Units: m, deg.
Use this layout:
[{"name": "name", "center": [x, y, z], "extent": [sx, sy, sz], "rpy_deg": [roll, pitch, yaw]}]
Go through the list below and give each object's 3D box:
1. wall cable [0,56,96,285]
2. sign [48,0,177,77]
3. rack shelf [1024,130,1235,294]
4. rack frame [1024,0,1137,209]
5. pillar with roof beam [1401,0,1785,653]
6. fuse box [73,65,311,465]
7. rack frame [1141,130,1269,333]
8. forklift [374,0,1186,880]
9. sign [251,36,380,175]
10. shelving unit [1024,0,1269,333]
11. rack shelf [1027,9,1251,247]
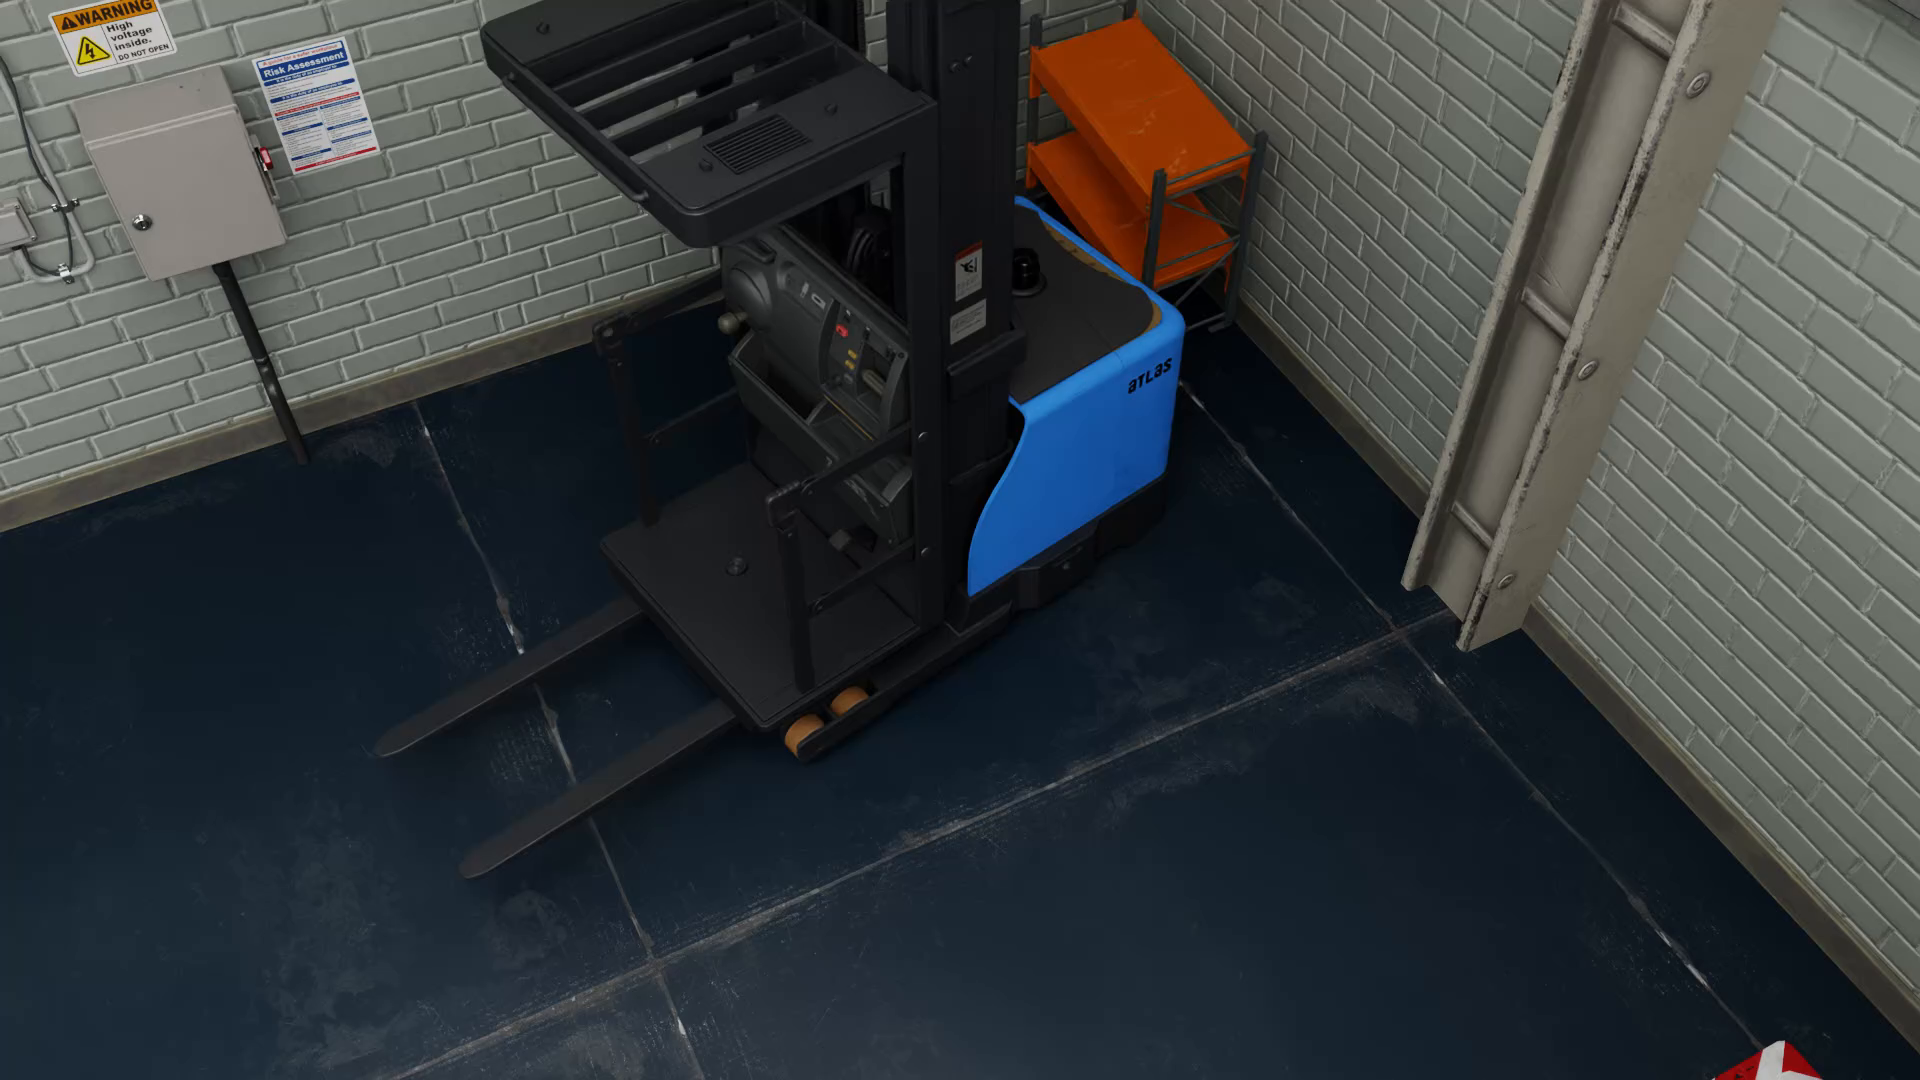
[{"name": "wall cable", "center": [-3.378, -1.516, 5.300], "extent": [0.588, 1.984, 0.122], "rpy_deg": [-21, 52, -18]}, {"name": "sign", "center": [-2.844, -1.702, 5.590], "extent": [0.339, 0.242, 0.001], "rpy_deg": [-21, 52, -18]}, {"name": "rack shelf", "center": [0.756, -1.433, 7.371], "extent": [0.538, 0.278, 1.000], "rpy_deg": [-23, 59, -14]}, {"name": "rack frame", "center": [0.525, -1.946, 7.420], "extent": [0.500, 1.125, 0.032], "rpy_deg": [-23, 59, -14]}, {"name": "pillar with roof beam", "center": [-1.882, -1.238, 1.747], "extent": [9.100, 9.000, 0.400], "rpy_deg": [-21, 52, -18]}, {"name": "fuse box", "center": [-2.700, -0.887, 6.281], "extent": [0.539, 1.711, 0.414], "rpy_deg": [-21, 52, -18]}, {"name": "rack frame", "center": [0.982, -1.191, 6.914], "extent": [0.500, 1.125, 0.032], "rpy_deg": [-23, 59, -14]}, {"name": "forklift", "center": [-0.638, -0.634, 5.250], "extent": [3.031, 2.935, 1.130], "rpy_deg": [-32, 56, -25]}, {"name": "sign", "center": [-2.355, -1.588, 6.102], "extent": [0.329, 0.494, 0.001], "rpy_deg": [-21, 52, -18]}, {"name": "shelving unit", "center": [0.753, -1.568, 7.167], "extent": [0.538, 1.125, 1.048], "rpy_deg": [-23, 59, -14]}, {"name": "rack shelf", "center": [0.751, -1.730, 6.923], "extent": [0.538, 0.278, 1.000], "rpy_deg": [-23, 59, -14]}]
